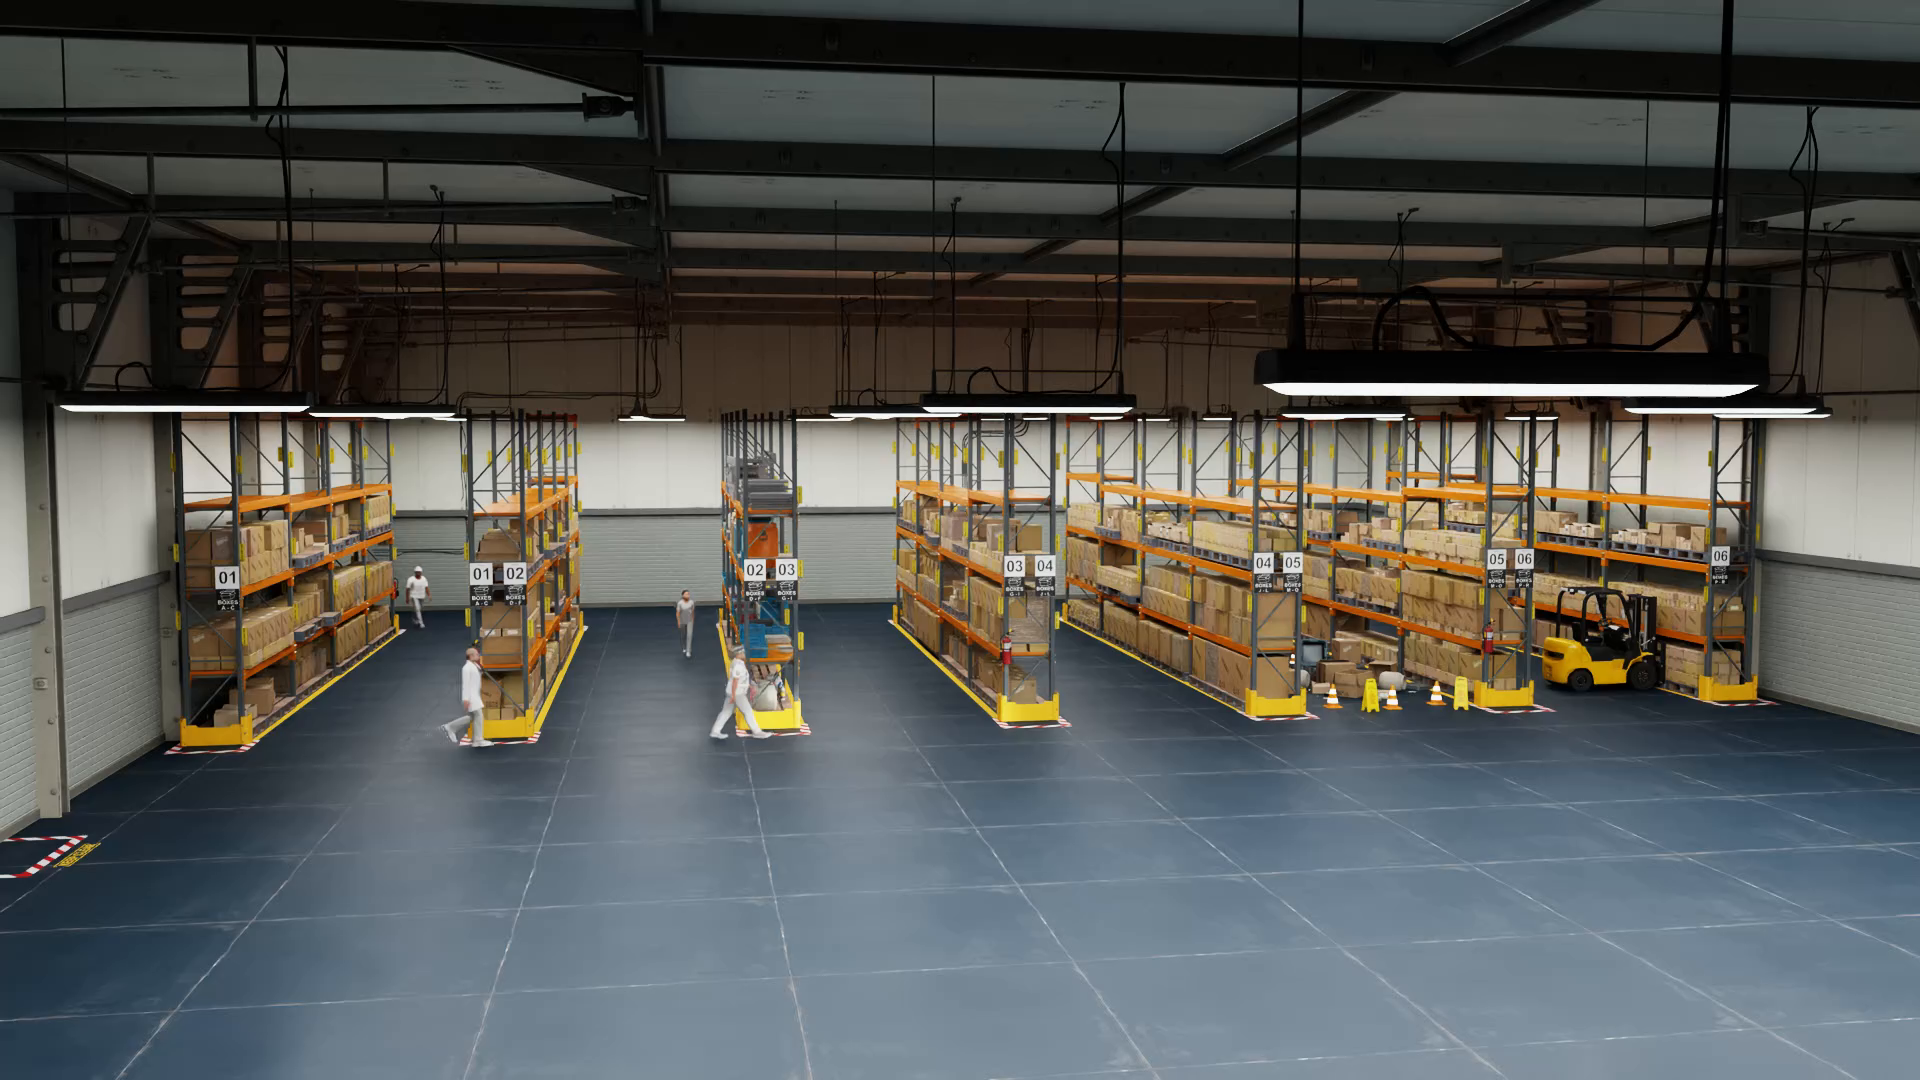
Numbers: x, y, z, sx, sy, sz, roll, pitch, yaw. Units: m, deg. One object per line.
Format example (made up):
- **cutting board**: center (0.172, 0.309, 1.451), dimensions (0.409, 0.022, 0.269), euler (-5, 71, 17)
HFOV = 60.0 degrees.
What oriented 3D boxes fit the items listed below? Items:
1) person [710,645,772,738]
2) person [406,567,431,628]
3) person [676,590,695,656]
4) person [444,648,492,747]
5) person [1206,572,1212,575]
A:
- **person**: center (-3.976, 2.742, 30.107), dimensions (1.107, 1.694, 0.588), euler (-1, 4, -13)
- **person**: center (-15.202, 1.596, 46.661), dimensions (0.613, 1.701, 1.120), euler (-4, 6, -44)
- **person**: center (-6.776, 2.034, 41.026), dimensions (0.437, 1.603, 1.060), euler (0, 4, -6)
- **person**: center (-8.732, 2.781, 29.471), dimensions (0.896, 1.748, 0.622), euler (0, 4, 1)
- **person**: center (6.825, 1.714, 45.606), dimensions (0.444, 1.663, 0.535), euler (4, 5, 42)
